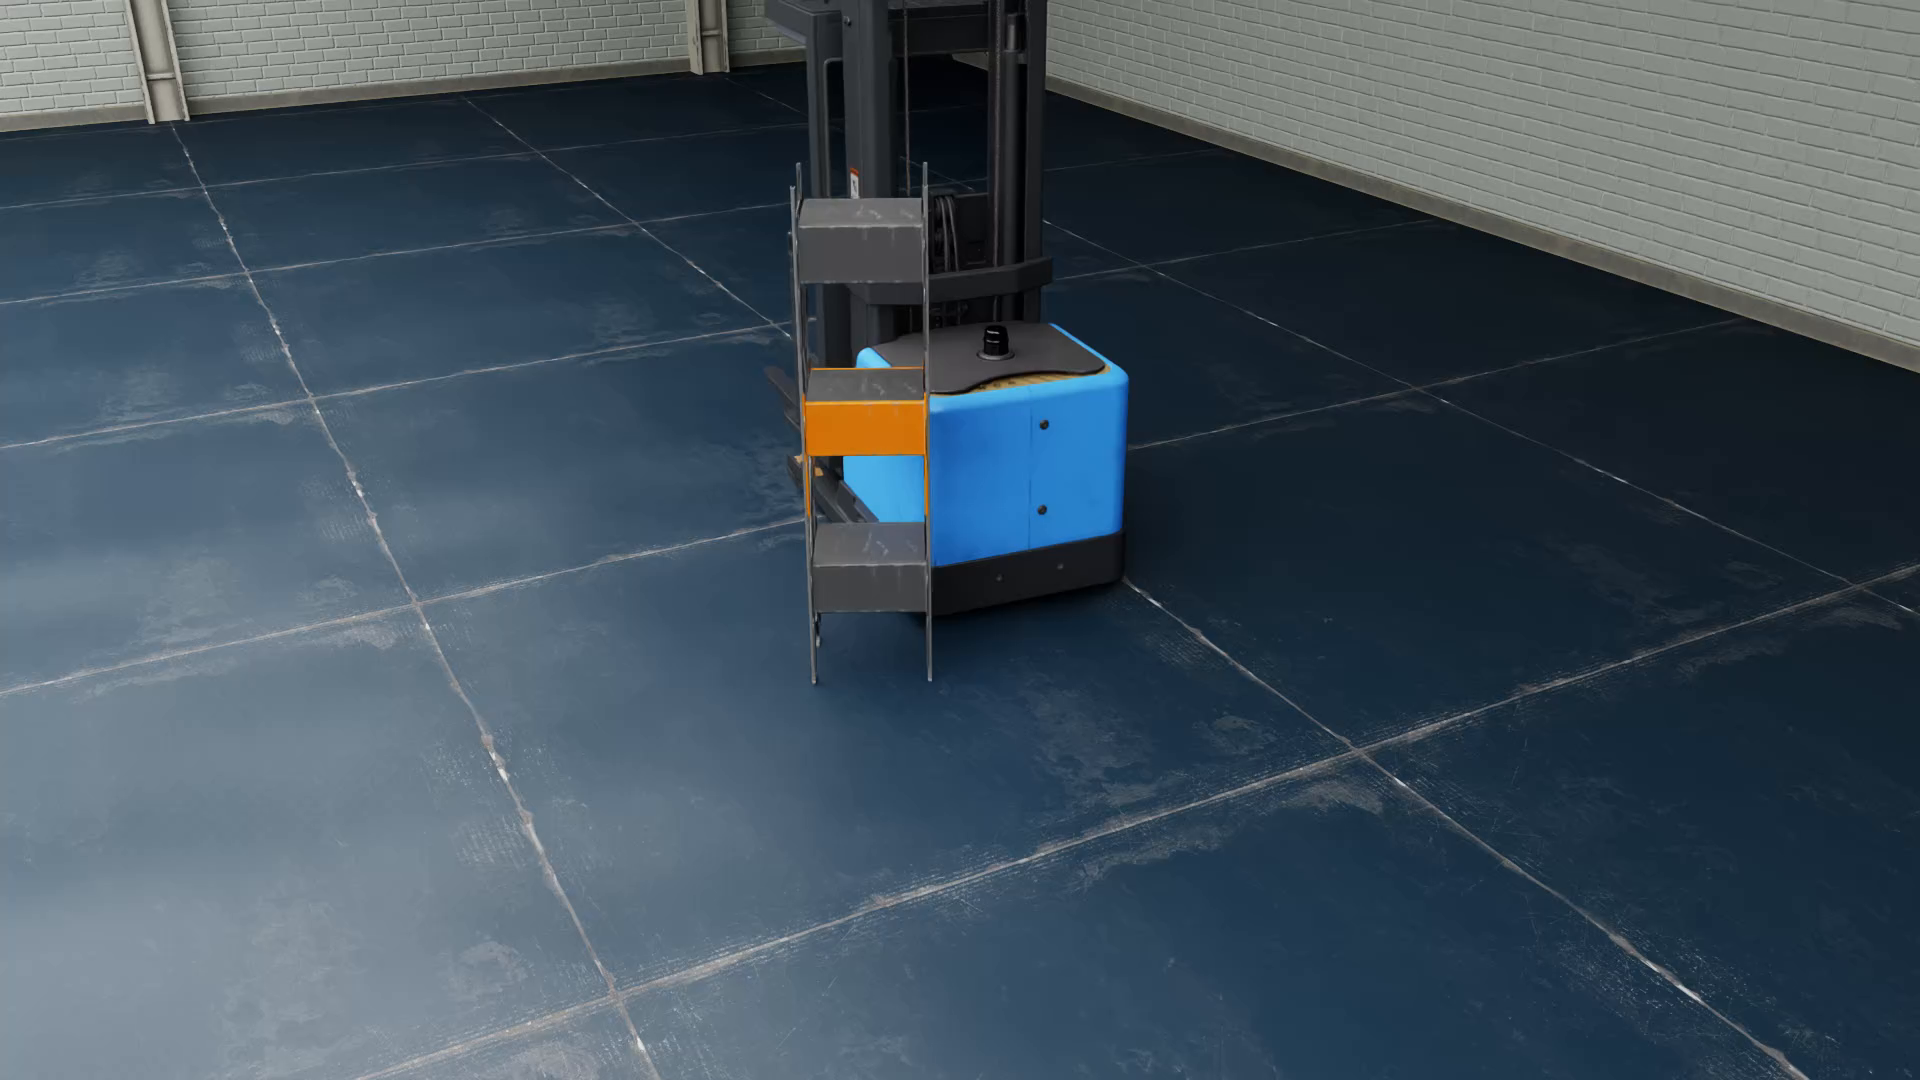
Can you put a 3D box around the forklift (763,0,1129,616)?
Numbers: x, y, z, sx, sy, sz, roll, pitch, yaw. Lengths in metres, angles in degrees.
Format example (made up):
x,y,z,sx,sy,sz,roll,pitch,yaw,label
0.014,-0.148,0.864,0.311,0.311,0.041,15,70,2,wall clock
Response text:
x,y,z,sx,sy,sz,roll,pitch,yaw,label
-0.272,-1.597,8.189,1.130,2.935,3.031,-10,28,-20,forklift

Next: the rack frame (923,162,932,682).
x,y,z,sx,sy,sz,roll,pitch,yaw,label
-0.131,-0.433,6.726,0.015,2.100,0.400,-1,26,-1,rack frame

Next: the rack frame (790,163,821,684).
x,y,z,sx,sy,sz,roll,pitch,yaw,label
-0.618,-0.427,6.713,0.015,2.100,0.400,-1,26,-1,rack frame

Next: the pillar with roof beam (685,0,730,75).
x,y,z,sx,sy,sz,roll,pitch,yaw,label
-0.977,-8.045,14.610,0.400,9.000,9.100,-13,29,-25,pillar with roof beam

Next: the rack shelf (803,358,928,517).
x,y,z,sx,sy,sz,roll,pitch,yaw,label
-0.374,-0.418,6.726,0.480,0.518,0.431,-1,26,-1,rack shelf

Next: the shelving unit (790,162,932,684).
x,y,z,sx,sy,sz,roll,pitch,yaw,label
-0.374,-0.430,6.720,0.503,2.100,0.431,-1,26,-1,shelving unit

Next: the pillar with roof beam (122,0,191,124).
x,y,z,sx,sy,sz,roll,pitch,yaw,label
-6.272,-6.823,12.065,0.400,9.000,9.100,-13,29,-25,pillar with roof beam

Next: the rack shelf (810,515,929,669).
x,y,z,sx,sy,sz,roll,pitch,yaw,label
-0.374,0.213,7.029,0.480,0.518,0.431,-1,26,-1,rack shelf

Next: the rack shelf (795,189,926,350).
x,y,z,sx,sy,sz,roll,pitch,yaw,label
-0.374,-1.049,6.422,0.480,0.518,0.431,-1,26,-1,rack shelf
